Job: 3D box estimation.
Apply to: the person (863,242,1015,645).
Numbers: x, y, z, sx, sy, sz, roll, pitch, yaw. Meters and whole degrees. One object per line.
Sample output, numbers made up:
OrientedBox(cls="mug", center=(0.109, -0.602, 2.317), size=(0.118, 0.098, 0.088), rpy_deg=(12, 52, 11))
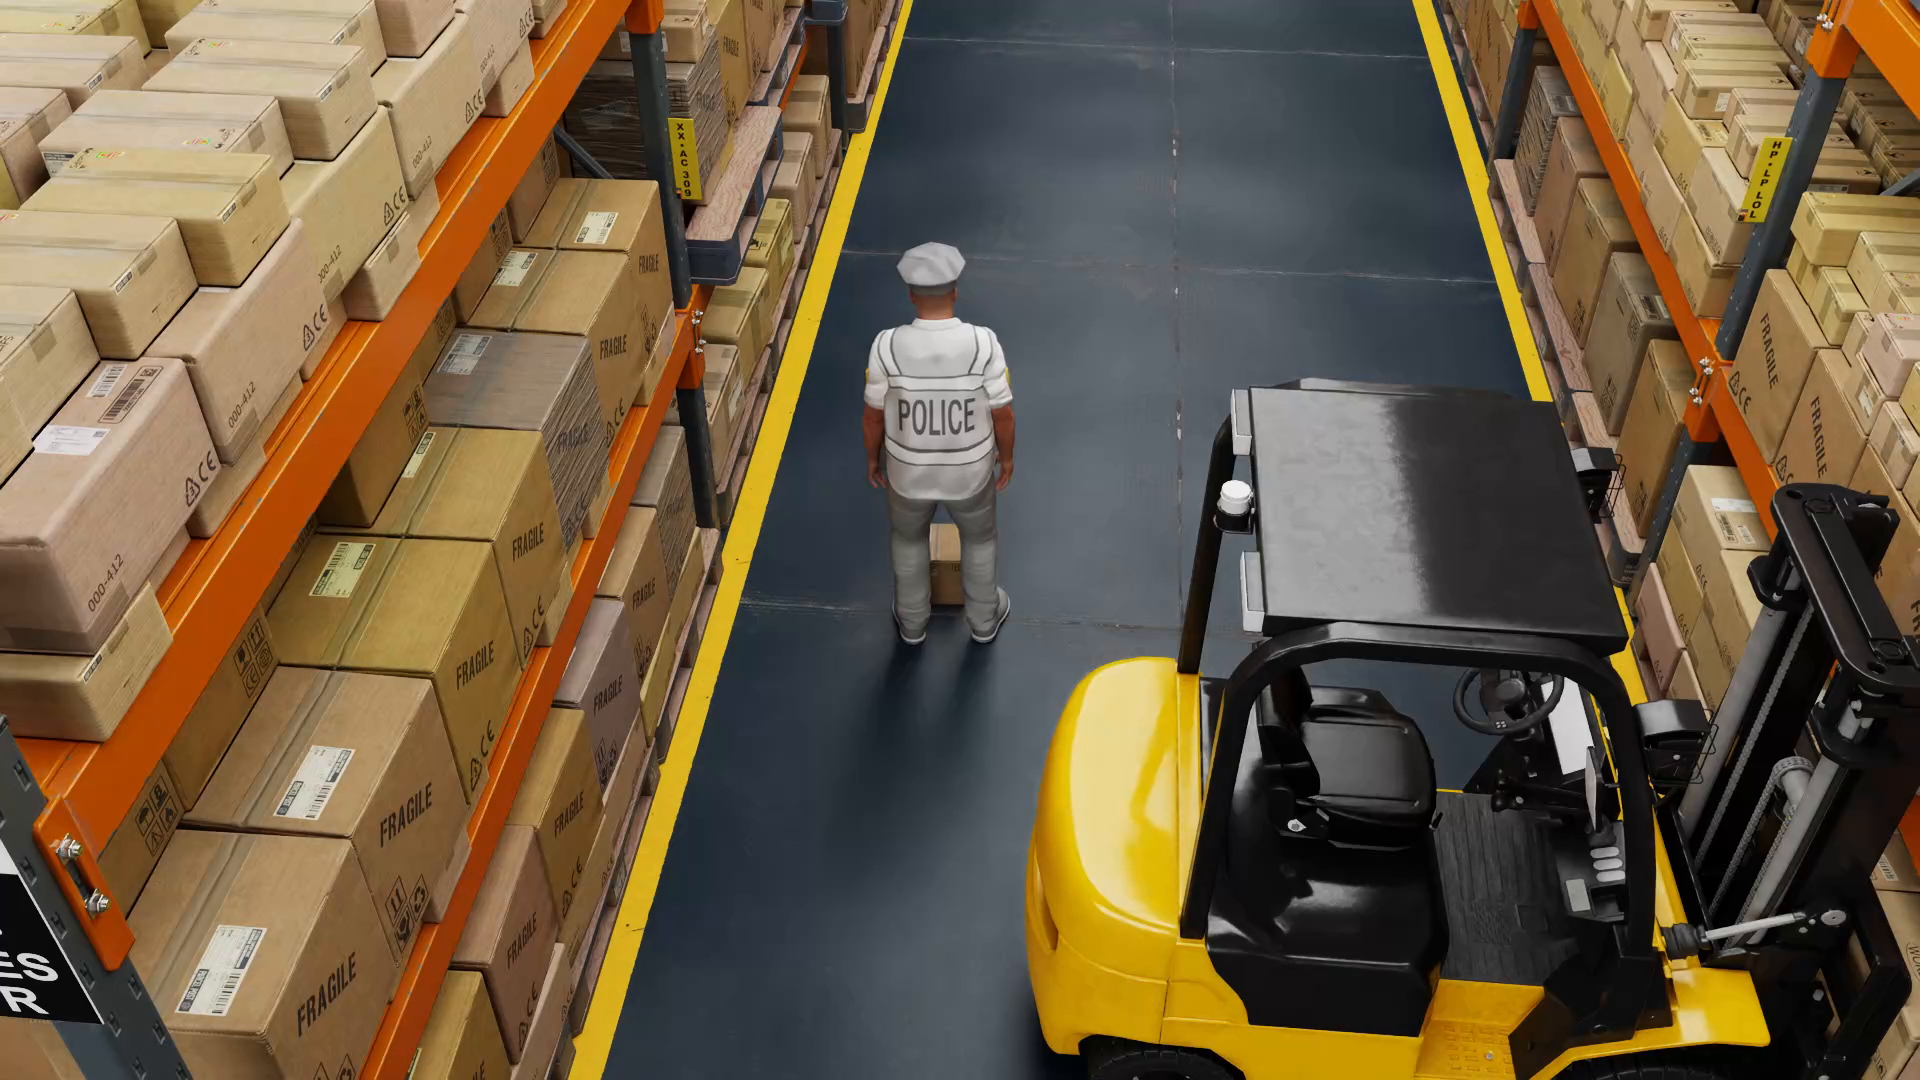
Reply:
OrientedBox(cls="person", center=(-0.079, -0.297, 6.509), size=(0.587, 1.745, 0.436), rpy_deg=(1, 40, 1))
